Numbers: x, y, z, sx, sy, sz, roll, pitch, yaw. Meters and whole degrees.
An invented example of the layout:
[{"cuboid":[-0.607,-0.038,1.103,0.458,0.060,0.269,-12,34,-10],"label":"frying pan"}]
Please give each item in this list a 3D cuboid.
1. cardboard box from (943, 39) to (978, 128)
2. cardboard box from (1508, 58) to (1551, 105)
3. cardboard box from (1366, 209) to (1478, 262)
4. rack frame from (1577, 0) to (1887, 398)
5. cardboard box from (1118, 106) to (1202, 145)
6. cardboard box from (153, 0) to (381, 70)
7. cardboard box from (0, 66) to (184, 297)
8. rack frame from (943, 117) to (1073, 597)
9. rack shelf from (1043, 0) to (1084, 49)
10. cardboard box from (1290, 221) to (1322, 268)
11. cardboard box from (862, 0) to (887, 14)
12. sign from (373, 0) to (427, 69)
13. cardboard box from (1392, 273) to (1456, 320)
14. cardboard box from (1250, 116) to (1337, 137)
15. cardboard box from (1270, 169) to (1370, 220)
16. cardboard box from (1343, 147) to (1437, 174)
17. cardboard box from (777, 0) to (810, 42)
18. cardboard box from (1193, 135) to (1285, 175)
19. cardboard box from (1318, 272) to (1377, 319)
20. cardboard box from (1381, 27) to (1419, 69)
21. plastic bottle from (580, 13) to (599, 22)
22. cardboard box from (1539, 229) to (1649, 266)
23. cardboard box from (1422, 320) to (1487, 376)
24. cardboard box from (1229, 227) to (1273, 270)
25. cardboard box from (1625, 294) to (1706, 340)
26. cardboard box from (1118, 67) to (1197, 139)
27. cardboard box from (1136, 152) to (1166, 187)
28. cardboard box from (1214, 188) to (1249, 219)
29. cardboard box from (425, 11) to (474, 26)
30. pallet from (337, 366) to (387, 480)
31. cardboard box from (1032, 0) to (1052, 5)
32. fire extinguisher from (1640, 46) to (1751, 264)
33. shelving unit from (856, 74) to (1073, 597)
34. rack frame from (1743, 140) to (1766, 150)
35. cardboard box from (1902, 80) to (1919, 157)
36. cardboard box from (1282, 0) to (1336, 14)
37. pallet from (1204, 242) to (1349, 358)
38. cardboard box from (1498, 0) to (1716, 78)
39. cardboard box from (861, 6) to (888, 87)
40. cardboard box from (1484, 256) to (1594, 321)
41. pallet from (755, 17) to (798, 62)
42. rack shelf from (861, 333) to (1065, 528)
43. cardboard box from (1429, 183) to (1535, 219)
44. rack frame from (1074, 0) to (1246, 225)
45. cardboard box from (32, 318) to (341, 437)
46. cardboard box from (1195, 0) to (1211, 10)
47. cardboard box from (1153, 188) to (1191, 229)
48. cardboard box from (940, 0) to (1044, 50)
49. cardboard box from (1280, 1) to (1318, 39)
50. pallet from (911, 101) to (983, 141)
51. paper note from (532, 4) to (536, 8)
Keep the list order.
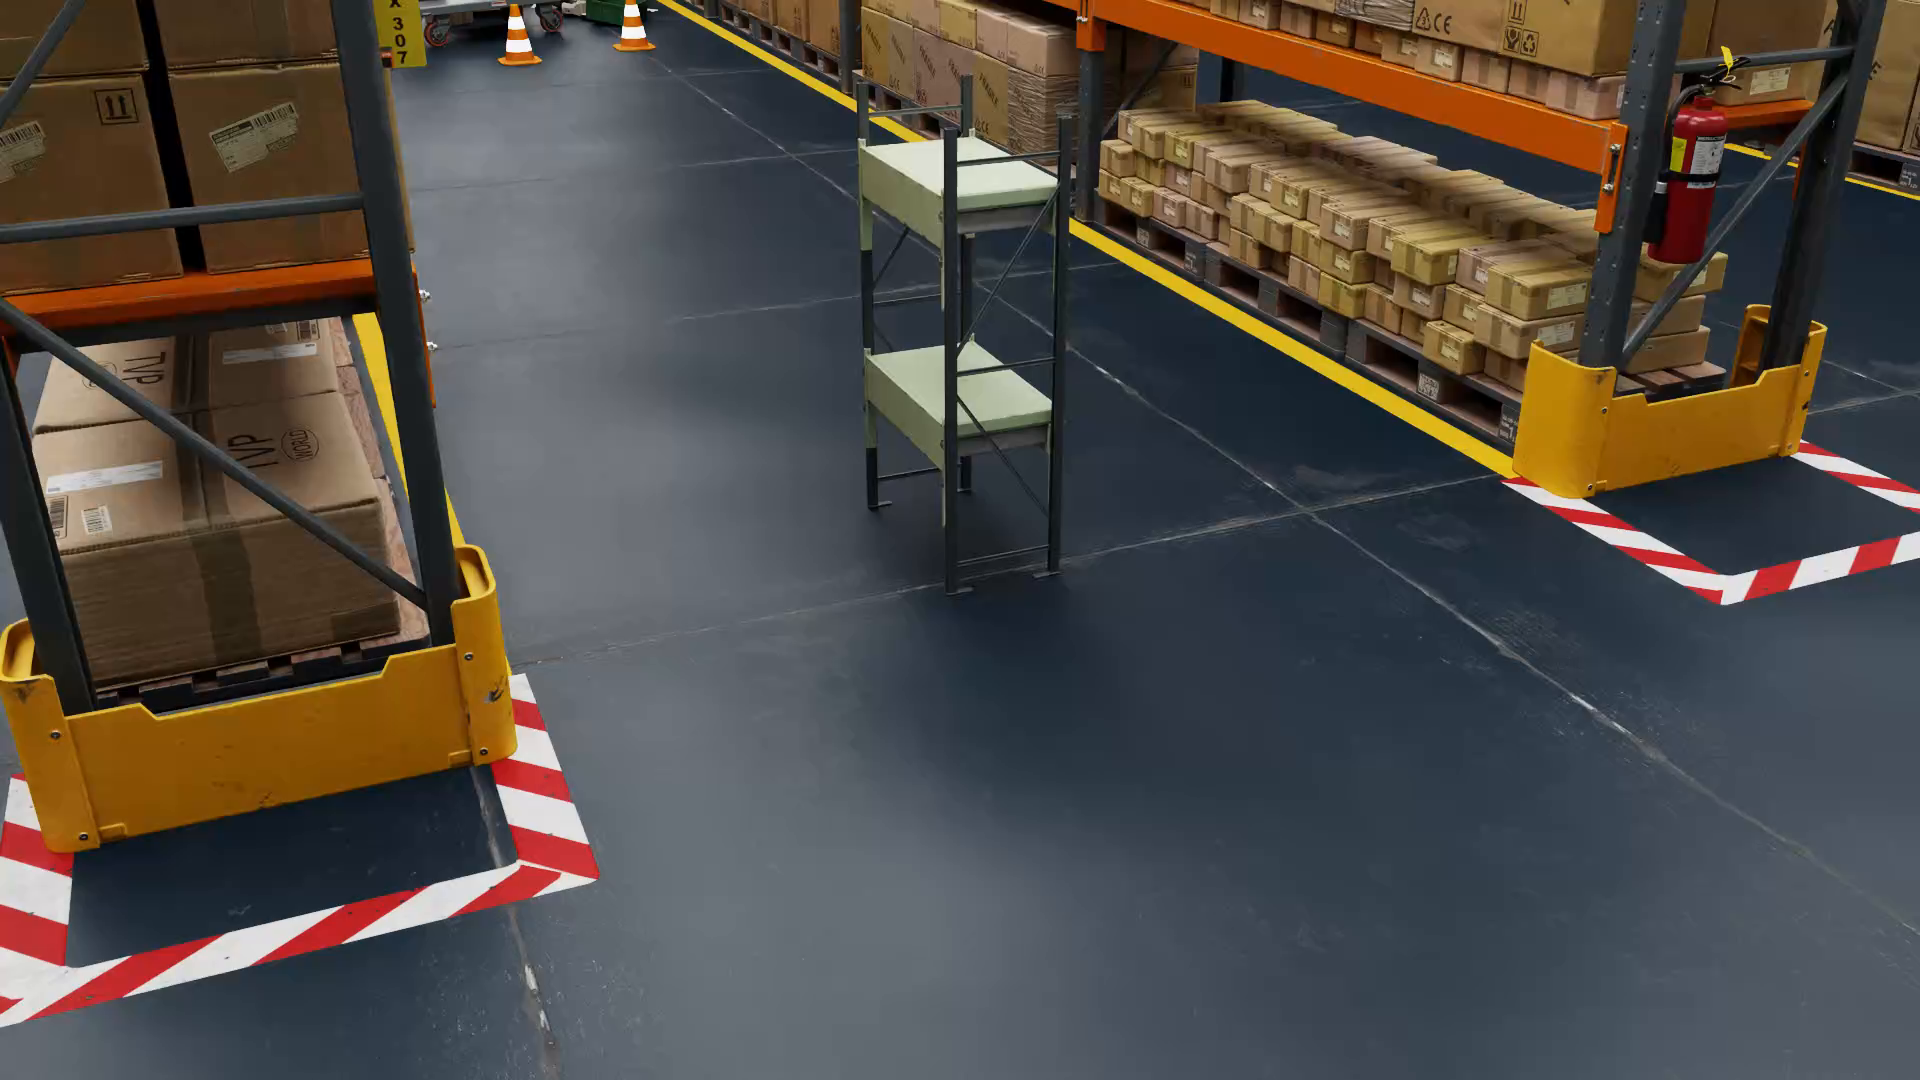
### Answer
[{"cuboid":[0.218,-2.977,10.800,0.500,0.500,0.500,-11,28,-22],"label":"cardboard box"},{"cuboid":[2.253,-1.704,6.107,0.380,0.149,0.250,-11,28,-21],"label":"cardboard box"},{"cuboid":[1.956,-1.281,7.048,0.380,0.149,0.250,-12,28,-23],"label":"cardboard box"},{"cuboid":[2.703,-1.627,5.663,1.000,3.000,0.127,-11,28,-21],"label":"rack frame"},{"cuboid":[1.081,-2.242,9.015,0.380,0.149,0.250,-9,28,-19],"label":"cardboard box"},{"cuboid":[-1.738,-1.472,4.093,0.500,0.500,0.500,-11,28,-22],"label":"cardboard box"},{"cuboid":[-2.244,-0.930,4.121,0.500,0.500,0.500,-10,28,-20],"label":"cardboard box"},{"cuboid":[0.141,-0.529,5.124,0.400,1.500,0.023,-11,28,-21],"label":"rack frame"},{"cuboid":[0.353,-3.726,10.782,1.077,0.370,4.000,-11,28,-21],"label":"rack shelf"},{"cuboid":[1.731,-1.355,7.538,0.380,0.149,0.250,-9,27,-18],"label":"cardboard box"},{"cuboid":[-0.383,-3.939,11.914,0.500,0.250,0.500,-12,28,-23],"label":"cardboard box"},{"cuboid":[-1.299,-1.253,3.820,0.100,0.325,0.005,-11,28,-21],"label":"sign"},{"cuboid":[2.029,-1.041,6.896,0.380,0.149,0.250,-12,28,-23],"label":"cardboard box"},{"cuboid":[1.756,-2.122,8.770,0.380,0.149,0.250,-11,28,-21],"label":"cardboard box"},{"cuboid":[1.669,-1.606,7.714,0.380,0.149,0.250,-10,28,-20],"label":"cardboard box"},{"cuboid":[2.094,-1.804,8.118,0.380,0.149,0.250,-12,28,-22],"label":"cardboard box"},{"cuboid":[-0.931,-4.648,13.936,1.050,0.750,0.750,-10,28,-20],"label":"cardboard box"},{"cuboid":[1.402,-1.925,8.367,0.380,0.149,0.250,-11,28,-22],"label":"cardboard box"},{"cuboid":[1.821,-1.108,7.372,0.380,0.149,0.250,-12,28,-23],"label":"cardboard box"},{"cuboid":[1.943,-2.013,6.740,0.380,0.149,0.250,-12,28,-23],"label":"cardboard box"},{"cuboid":[-3.493,-5.003,15.927,0.283,0.061,0.133,18,31,33],"label":"plastic bottle"},{"cuboid":[2.592,-1.162,6.804,0.380,0.149,0.250,-10,28,-20],"label":"cardboard box"},{"cuboid":[2.111,-0.797,6.735,0.380,0.149,0.250,-10,28,-19],"label":"cardboard box"},{"cuboid":[1.529,-1.430,8.031,0.380,0.149,0.250,-11,28,-22],"label":"cardboard box"},{"cuboid":[2.734,-0.924,6.654,0.380,0.149,0.250,-9,28,-18],"label":"cardboard box"},{"cuboid":[1.091,-2.651,10.131,0.500,0.500,0.500,-9,28,-19],"label":"cardboard box"},{"cuboid":[1.166,-1.995,8.848,0.380,0.149,0.250,-10,28,-20],"label":"cardboard box"},{"cuboid":[1.484,-1.678,8.200,0.380,0.149,0.250,-9,28,-18],"label":"cardboard box"},{"cuboid":[-4.856,-5.049,15.788,0.396,0.266,0.258,13,29,24],"label":"cardboard box"},{"cuboid":[-2.671,-0.283,6.090,1.003,0.211,1.213,-11,28,-21],"label":"pallet"},{"cuboid":[0.684,-3.409,10.829,0.500,0.250,0.500,-9,28,-19],"label":"cardboard box"},{"cuboid":[2.377,-1.243,5.391,0.296,0.674,0.183,-11,28,-21],"label":"fire extinguisher"},{"cuboid":[-0.003,-0.677,5.426,0.431,1.500,0.755,-11,28,-21],"label":"shelving unit"},{"cuboid":[5.740,-4.053,10.632,1.000,3.000,0.127,-11,28,-21],"label":"rack frame"},{"cuboid":[6.277,-2.643,9.688,0.875,0.875,0.875,-11,28,-21],"label":"cardboard box"},{"cuboid":[1.700,-2.557,7.116,0.500,0.500,0.500,-9,27,-18],"label":"cardboard box"},{"cuboid":[1.914,-1.230,8.029,1.003,0.211,1.213,-11,28,-21],"label":"pallet"},{"cuboid":[2.290,-1.942,5.857,0.500,0.500,0.500,-10,28,-20],"label":"cardboard box"},{"cuboid":[-0.387,-3.592,12.059,0.500,0.500,0.500,-12,28,-23],"label":"cardboard box"},{"cuboid":[2.263,-0.972,6.414,0.380,0.149,0.250,-10,28,-20],"label":"cardboard box"},{"cuboid":[-1.143,-4.426,14.575,1.003,0.211,1.213,-11,28,-21],"label":"pallet"},{"cuboid":[-0.003,-0.384,5.569,0.431,0.370,0.720,-11,28,-21],"label":"rack shelf"},{"cuboid":[2.338,-1.485,7.466,0.380,0.149,0.250,-9,28,-19],"label":"cardboard box"},{"cuboid":[1.137,-3.241,8.970,1.000,3.000,0.127,-11,28,-21],"label":"rack frame"},{"cuboid":[-2.529,-0.390,5.572,0.875,0.438,0.875,-10,28,-19],"label":"cardboard box"},{"cuboid":[1.370,-2.657,8.060,0.380,0.149,0.250,-12,28,-23],"label":"cardboard box"},{"cuboid":[1.233,-1.748,8.682,0.380,0.149,0.250,-11,28,-21],"label":"cardboard box"},{"cuboid":[0.203,-3.322,10.651,0.500,0.250,0.500,-12,28,-23],"label":"cardboard box"},{"cuboid":[1.655,-2.334,7.399,0.380,0.149,0.250,-9,28,-19],"label":"cardboard box"},{"cuboid":[0.349,-2.796,11.235,1.003,0.211,1.213,-11,28,-21],"label":"pallet"},{"cuboid":[-4.212,-5.367,16.717,0.172,0.023,0.155,-1,26,-3],"label":"paper note"}]
